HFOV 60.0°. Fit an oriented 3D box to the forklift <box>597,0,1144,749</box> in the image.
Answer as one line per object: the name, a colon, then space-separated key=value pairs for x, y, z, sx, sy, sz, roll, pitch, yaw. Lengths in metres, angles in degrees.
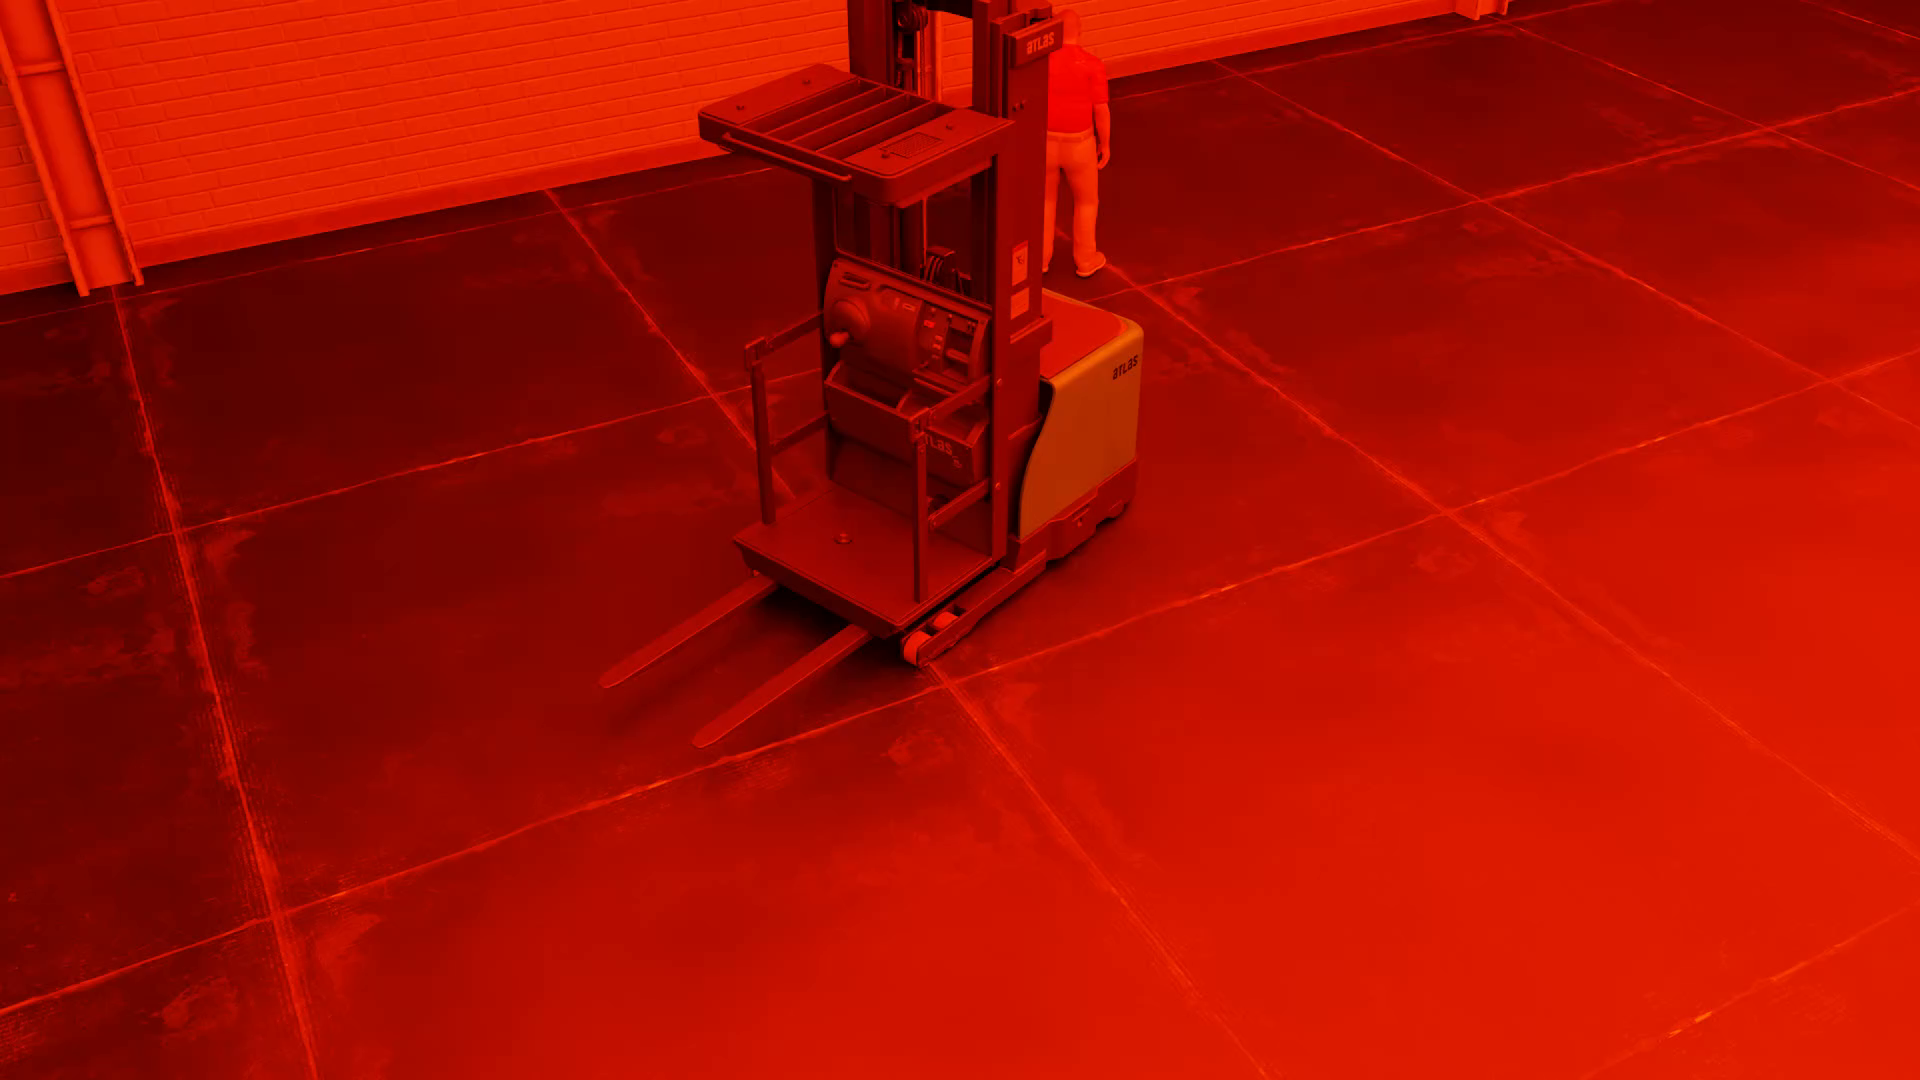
forklift: x=-0.390 y=-0.927 z=7.434 sx=1.130 sy=2.935 sz=3.031 roll=26 pitch=43 yaw=31

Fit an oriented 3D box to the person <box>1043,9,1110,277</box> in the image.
person: x=0.679 y=-2.553 z=10.776 sx=0.585 sy=1.727 sz=0.391 roll=8 pitch=36 yaw=11
